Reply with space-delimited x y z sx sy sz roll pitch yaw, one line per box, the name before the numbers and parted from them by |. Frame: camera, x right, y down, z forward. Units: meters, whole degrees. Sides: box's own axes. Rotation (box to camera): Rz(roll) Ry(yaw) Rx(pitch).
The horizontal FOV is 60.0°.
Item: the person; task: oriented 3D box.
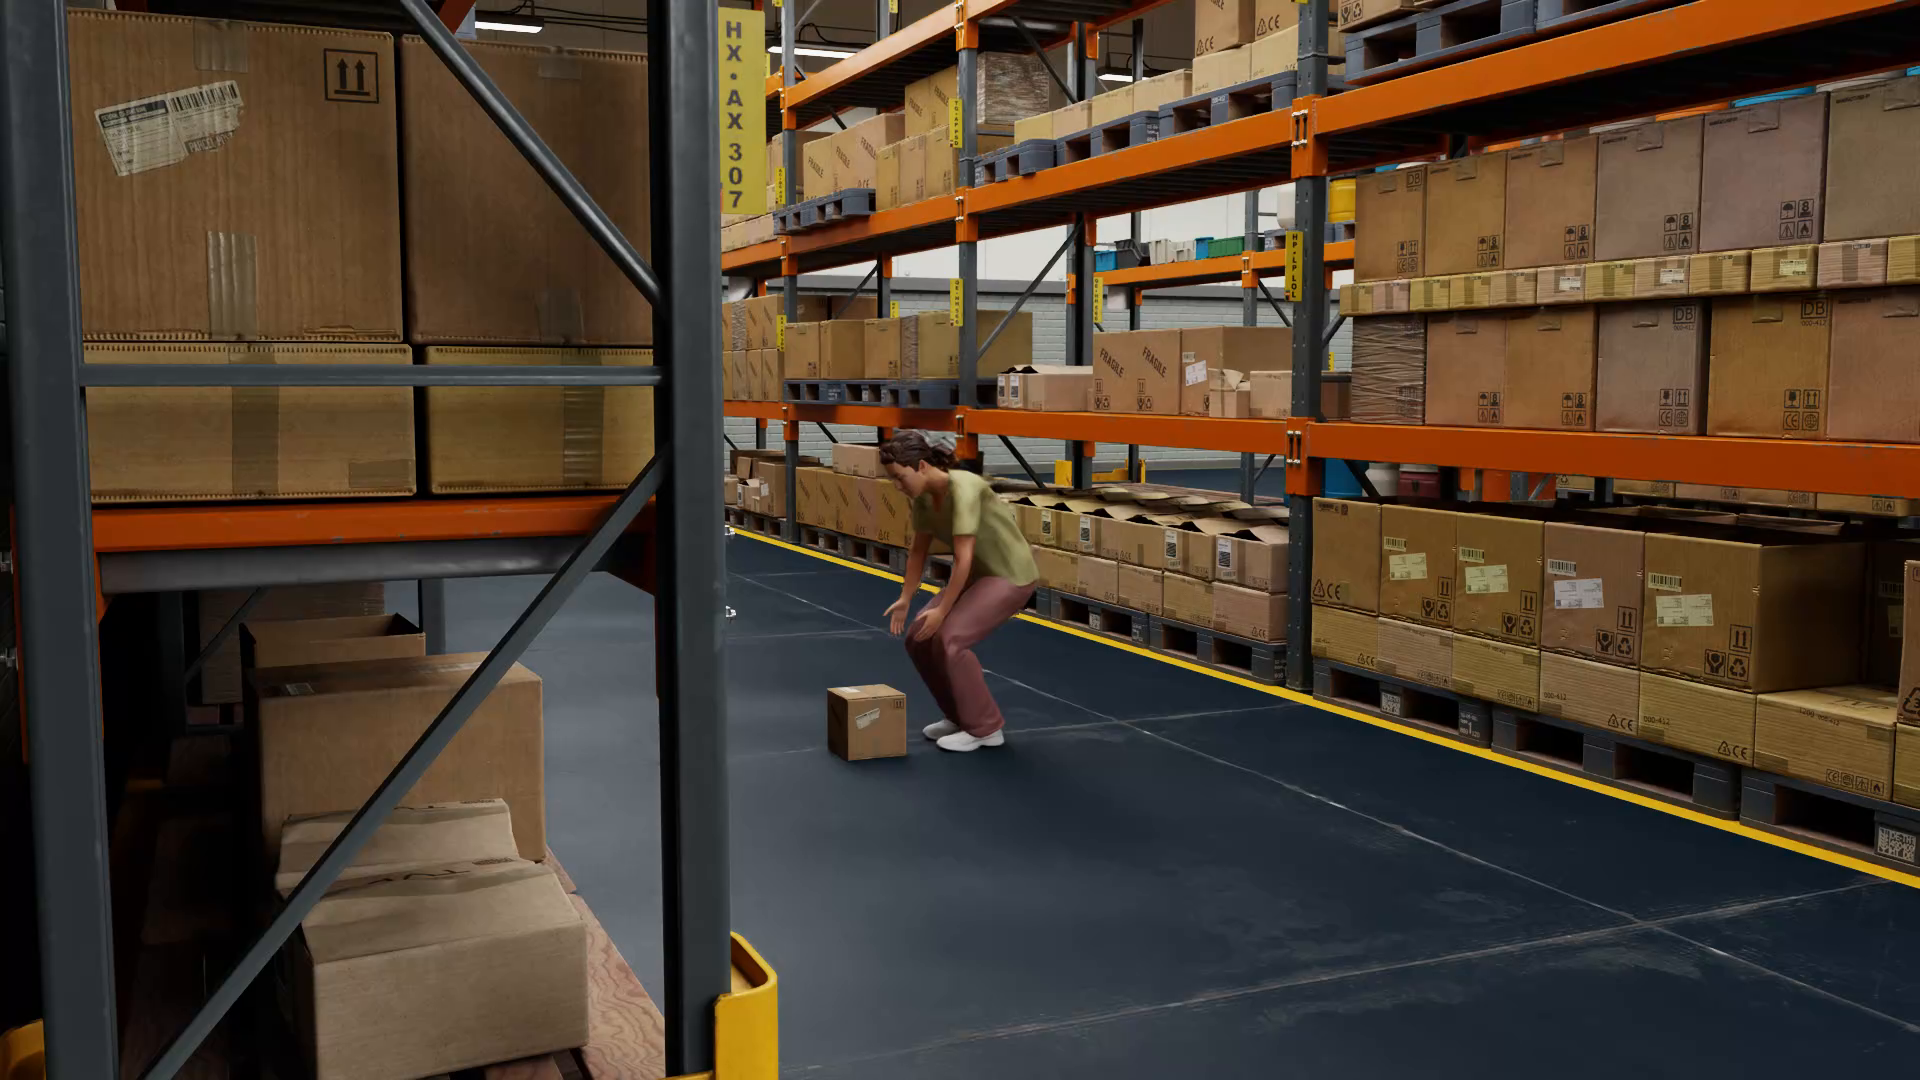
person | -0.002 0.280 6.834 0.683 1.149 0.511 -2 6 -24
